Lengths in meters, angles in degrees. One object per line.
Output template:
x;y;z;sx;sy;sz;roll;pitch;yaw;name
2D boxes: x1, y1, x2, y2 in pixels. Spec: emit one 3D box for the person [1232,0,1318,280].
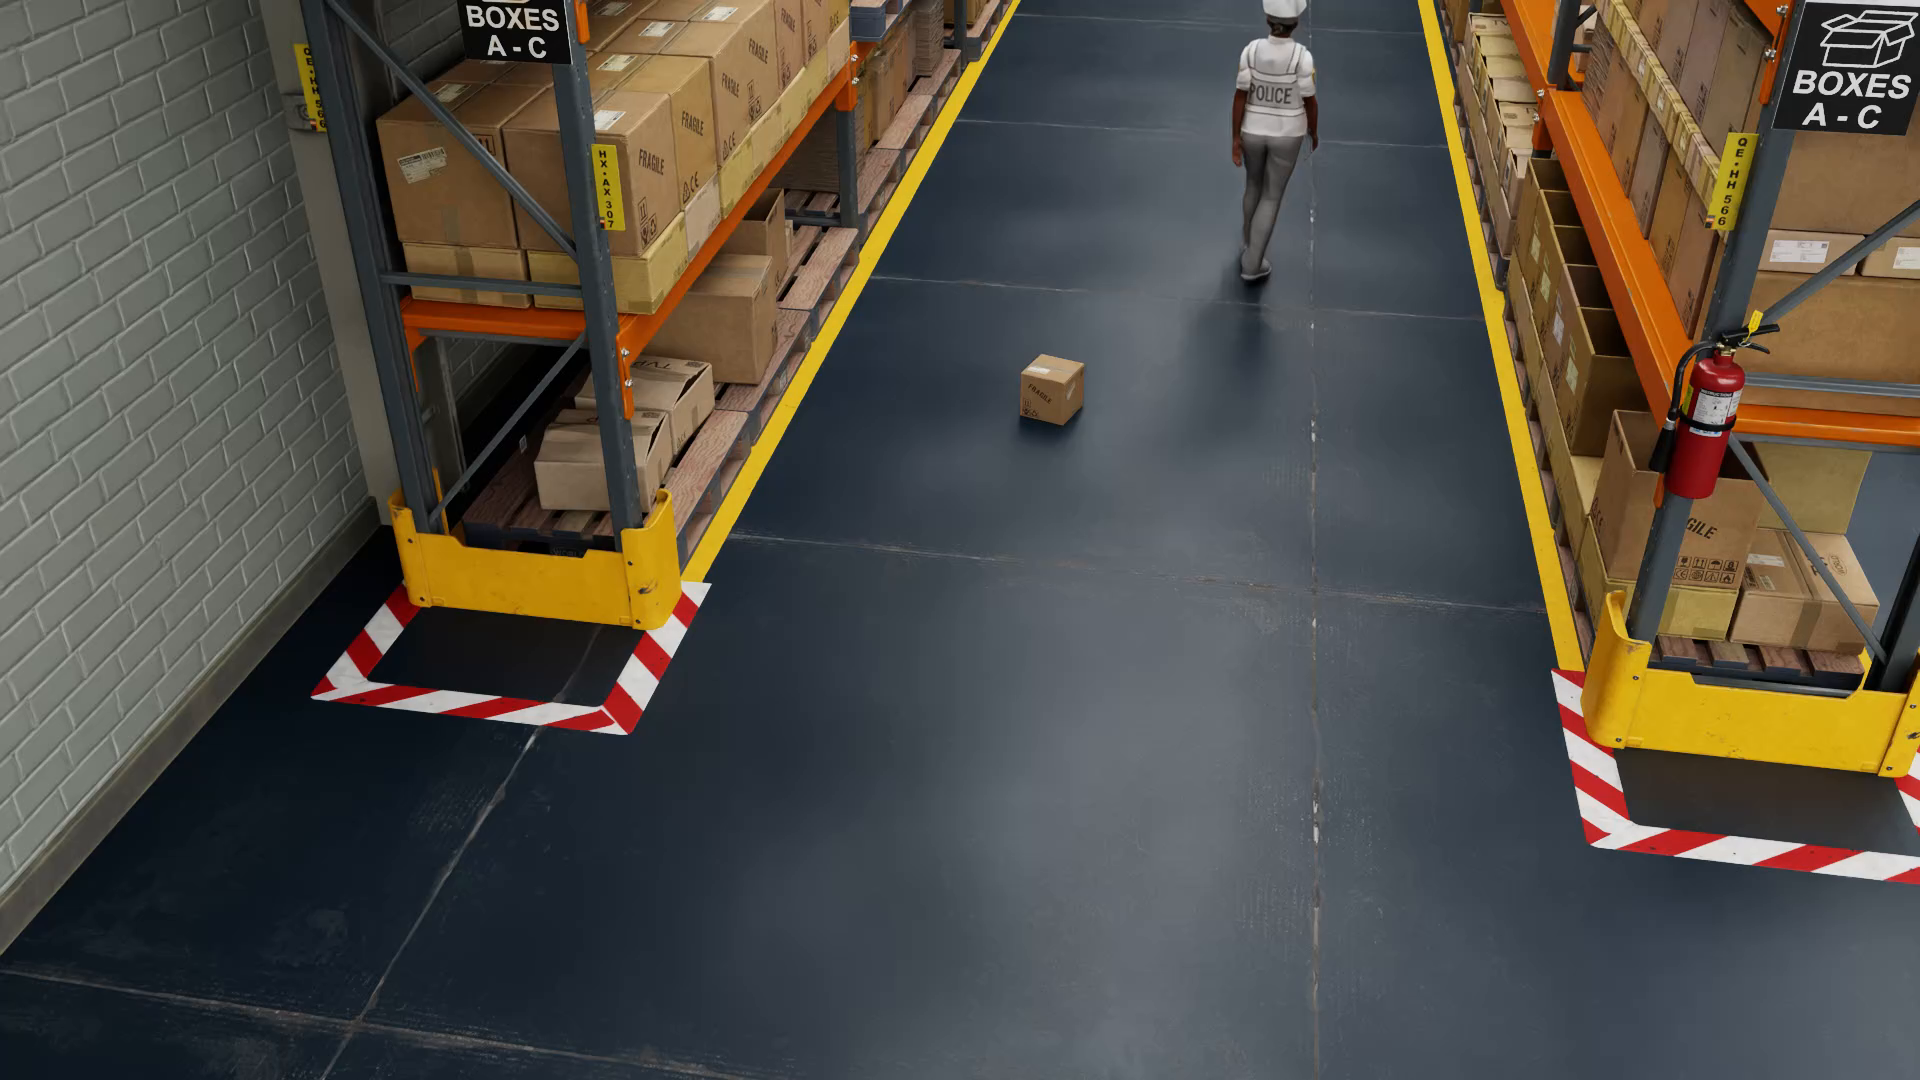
1.874;-2.389;9.870;0.464;1.734;0.706;16;36;24;person
